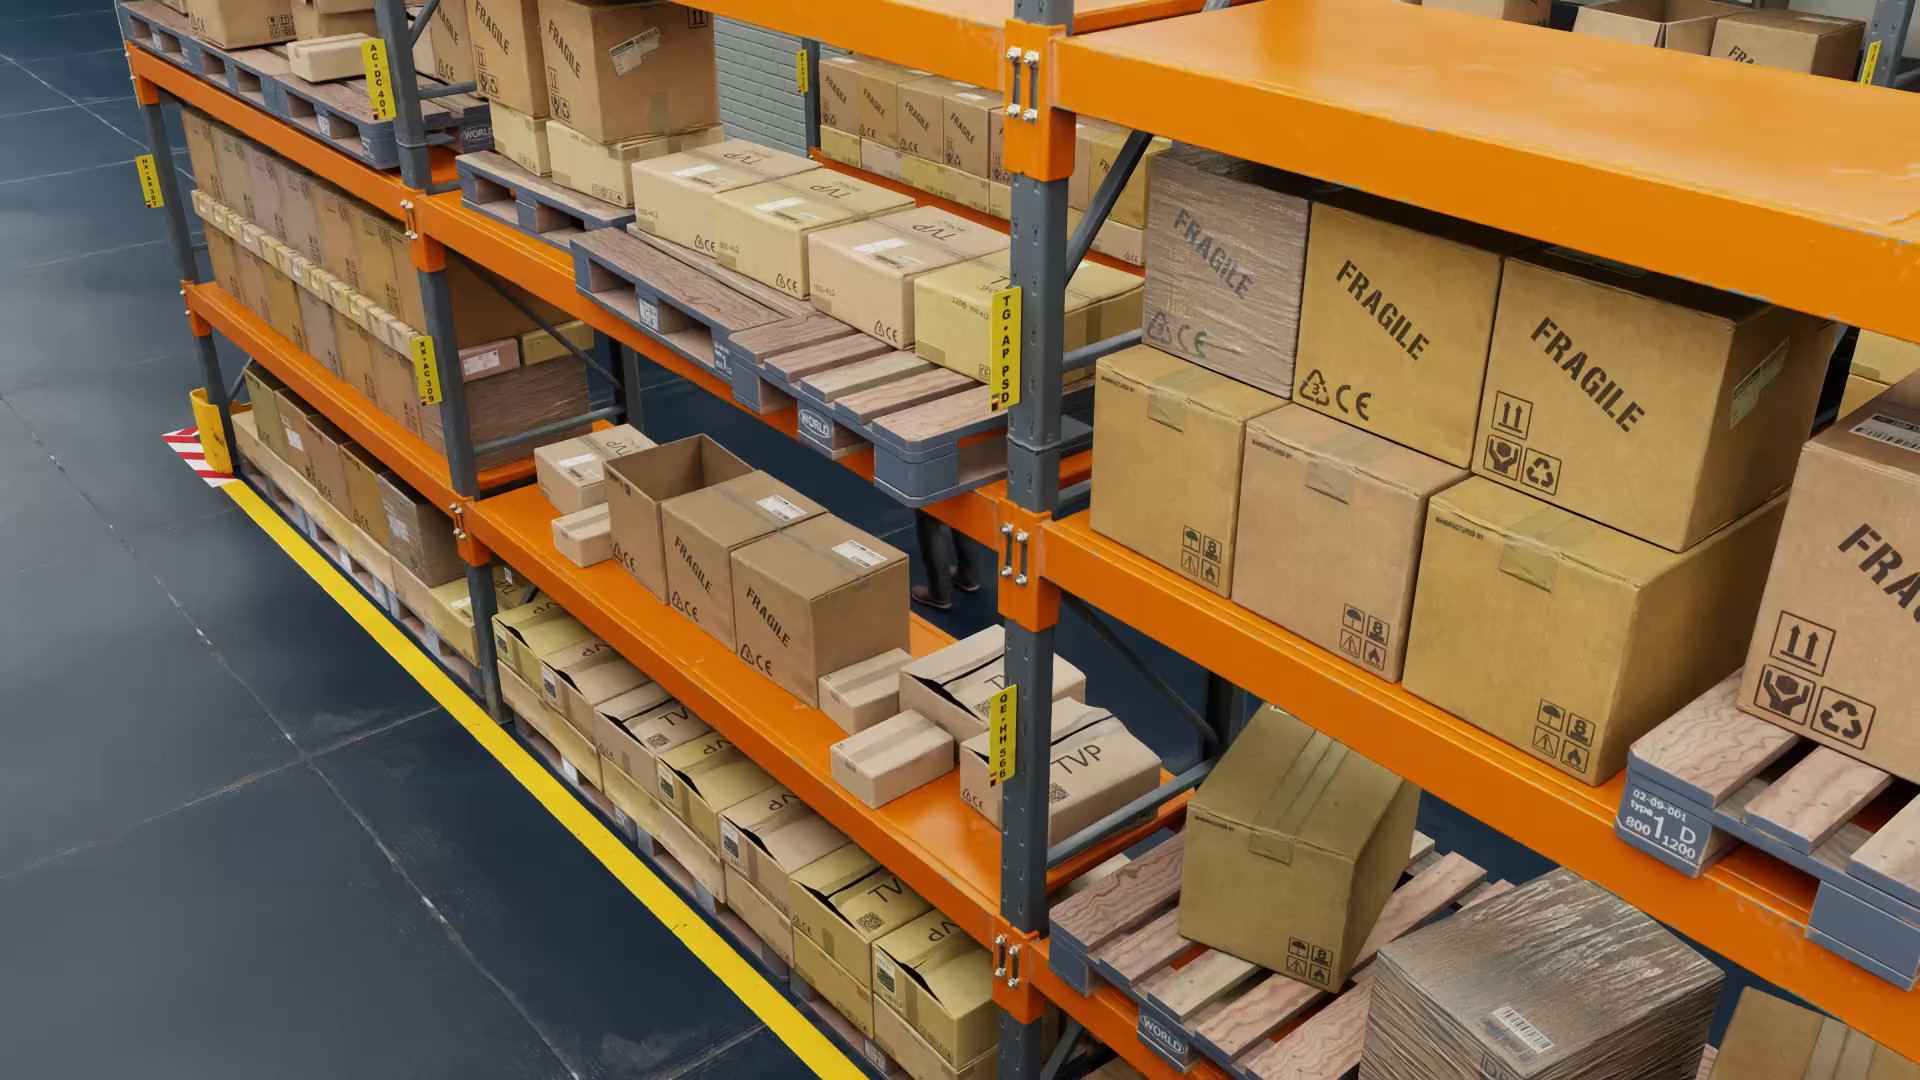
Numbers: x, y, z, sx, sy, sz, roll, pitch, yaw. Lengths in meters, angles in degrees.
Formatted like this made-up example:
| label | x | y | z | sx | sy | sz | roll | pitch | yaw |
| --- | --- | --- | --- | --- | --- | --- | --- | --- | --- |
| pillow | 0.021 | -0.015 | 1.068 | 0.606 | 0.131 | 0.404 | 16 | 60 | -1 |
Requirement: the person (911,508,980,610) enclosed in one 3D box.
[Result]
| label | x | y | z | sx | sy | sz | roll | pitch | yaw |
| --- | --- | --- | --- | --- | --- | --- | --- | --- | --- |
| person | -0.124 | -0.404 | 9.374 | 0.530 | 1.658 | 0.389 | -22 | 35 | -35 |
